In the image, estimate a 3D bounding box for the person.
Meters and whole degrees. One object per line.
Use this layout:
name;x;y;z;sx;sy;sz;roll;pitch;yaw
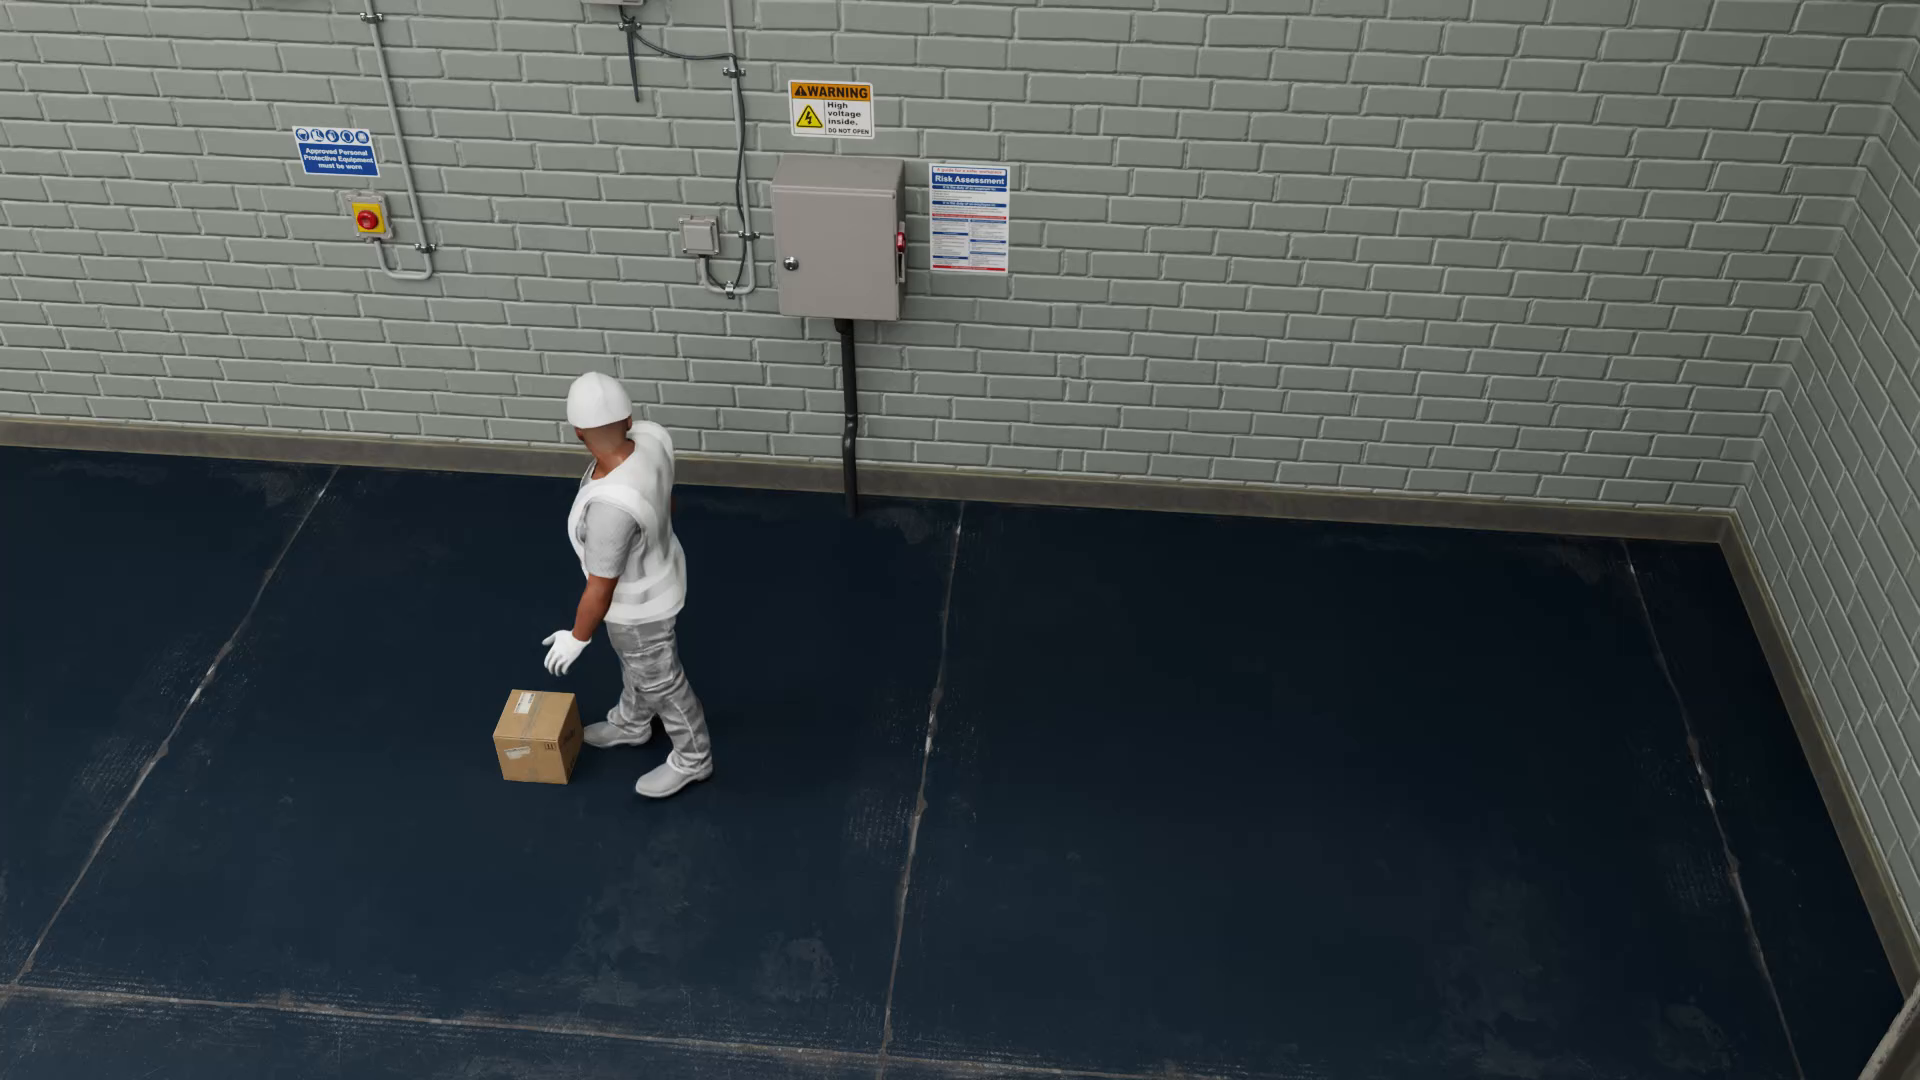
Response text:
person;-1.219;0.214;5.874;0.555;1.818;0.624;-2;40;-2
